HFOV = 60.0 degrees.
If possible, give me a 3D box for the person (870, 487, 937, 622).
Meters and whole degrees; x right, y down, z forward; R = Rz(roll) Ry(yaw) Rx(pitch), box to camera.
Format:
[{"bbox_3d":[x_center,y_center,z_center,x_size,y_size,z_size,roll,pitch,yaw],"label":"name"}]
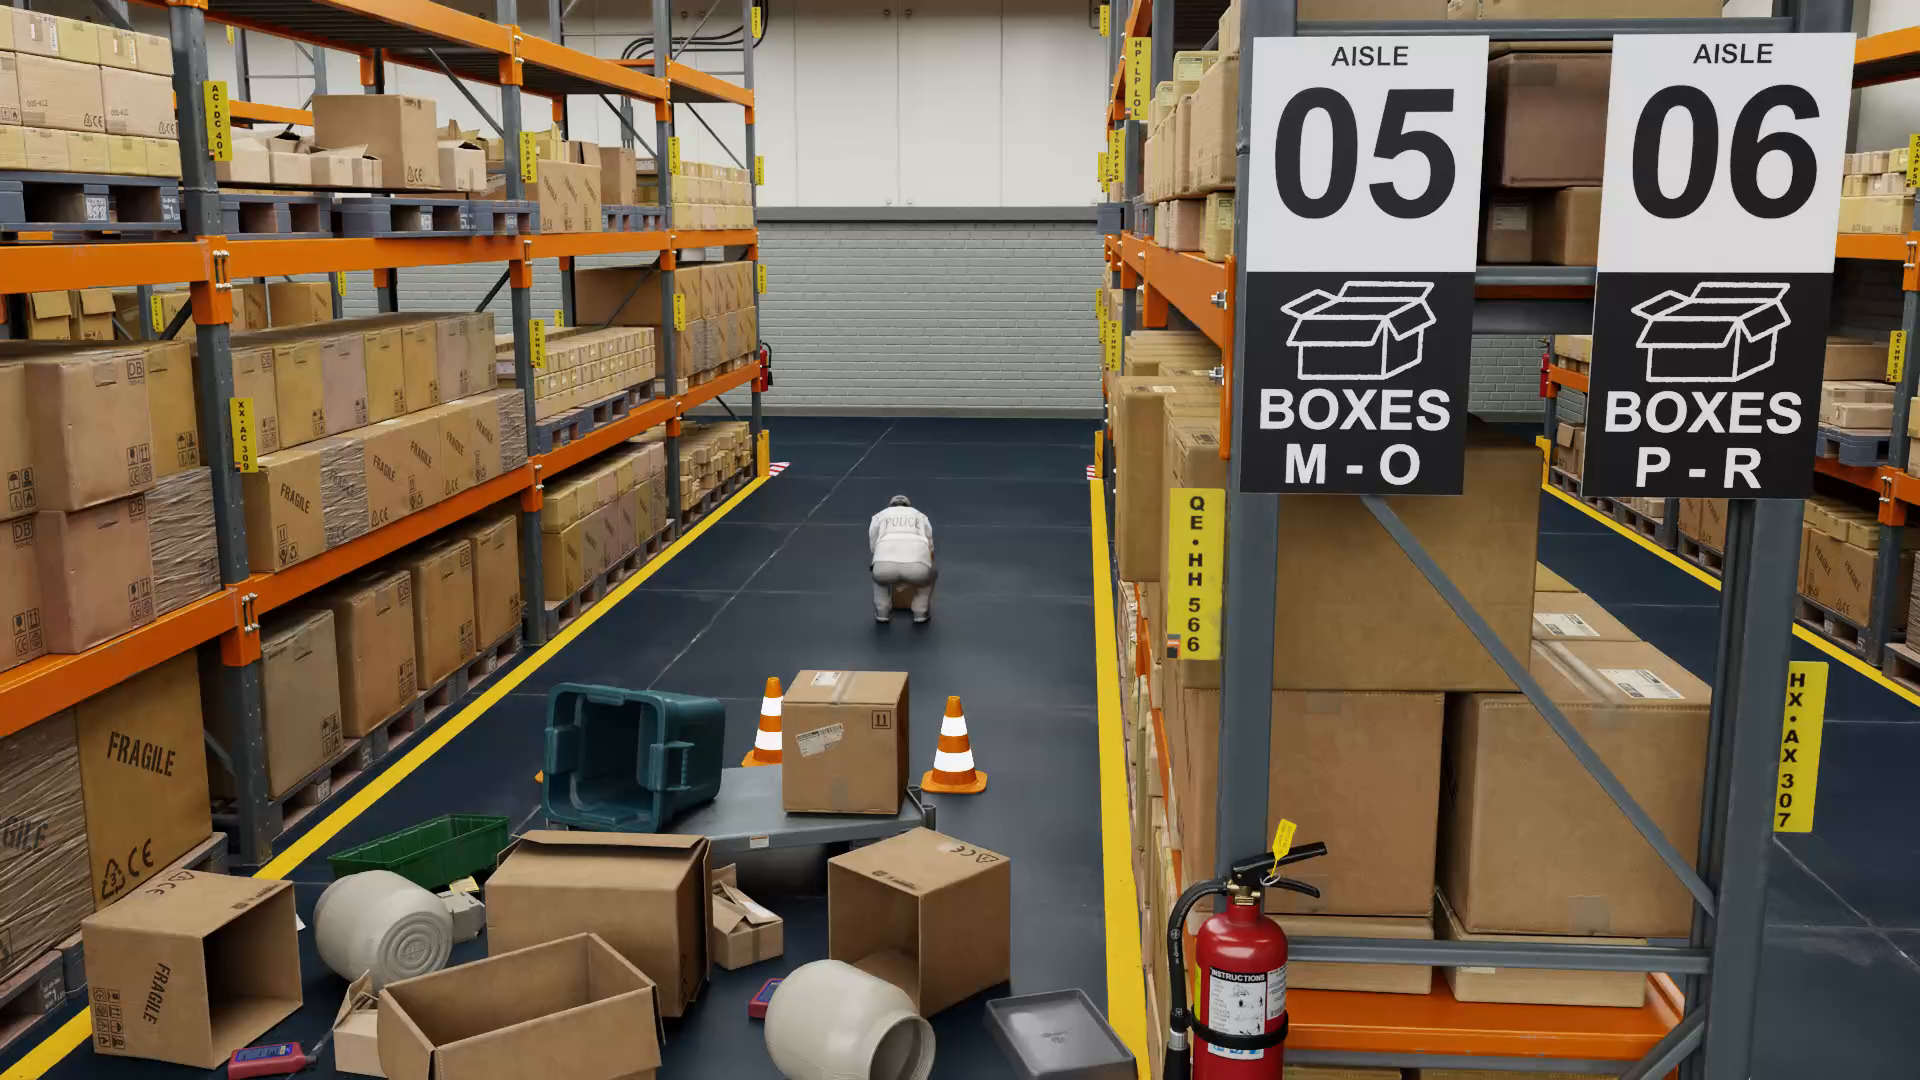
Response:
[{"bbox_3d":[-0.418,0.069,12.366,0.503,0.990,0.945,0,11,1],"label":"person"}]
